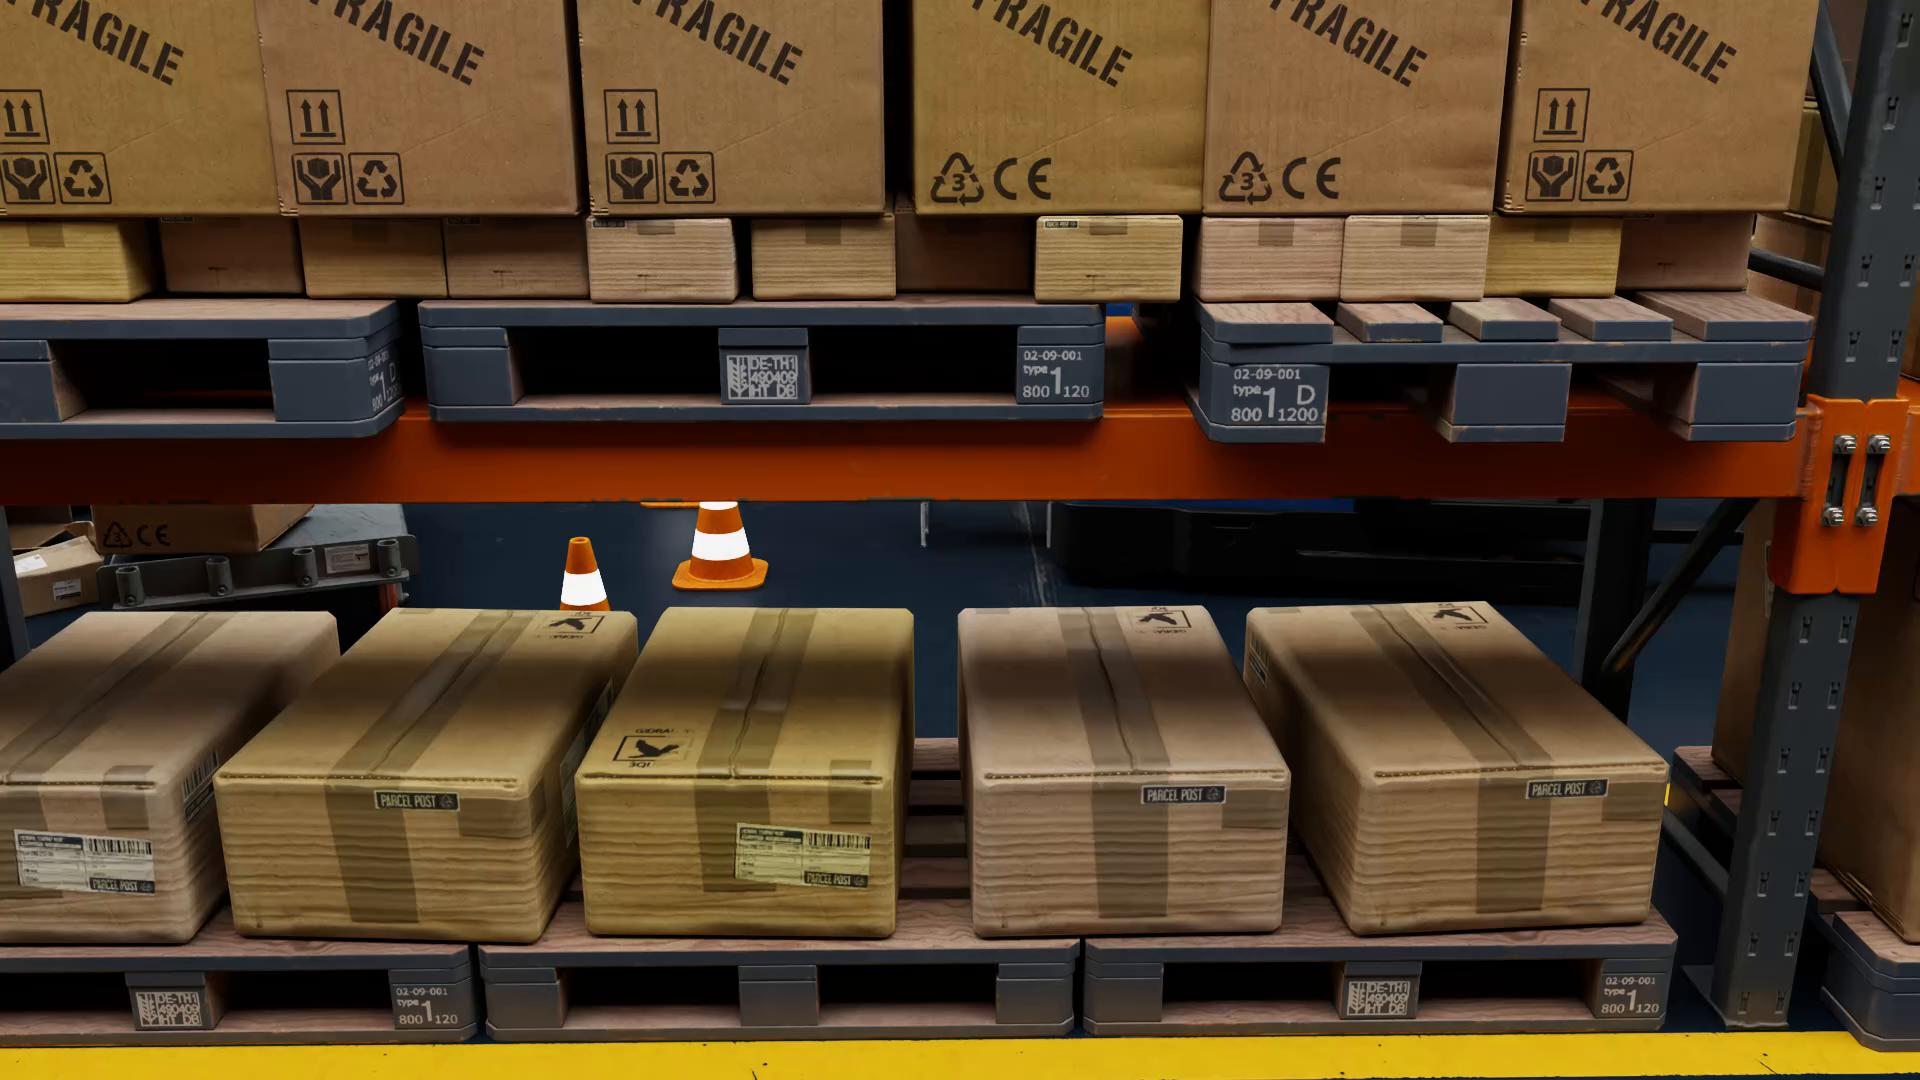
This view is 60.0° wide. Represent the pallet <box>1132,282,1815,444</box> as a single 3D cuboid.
[{"bbox_3d":[0.915,-0.447,3.343,1.003,0.211,1.213,0,18,-1],"label":"pallet"}]

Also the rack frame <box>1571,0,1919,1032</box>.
[{"bbox_3d":[1.626,-0.574,3.426,0.127,3.000,1.000,0,18,-1],"label":"rack frame"}]

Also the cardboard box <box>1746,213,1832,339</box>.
[{"bbox_3d":[2.127,-0.584,3.704,0.500,0.250,0.500,-1,18,-3],"label":"cardboard box"}]

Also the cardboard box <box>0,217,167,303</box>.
[{"bbox_3d":[-1.566,-0.540,3.043,0.250,0.149,0.380,0,18,0],"label":"cardboard box"}]

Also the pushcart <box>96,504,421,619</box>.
[{"bbox_3d":[-2.460,-0.002,5.937,0.936,0.377,1.648,-7,19,-20],"label":"pushcart"}]

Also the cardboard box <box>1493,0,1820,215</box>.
[{"bbox_3d":[1.176,-0.876,3.030,0.500,0.500,0.500,-1,18,-2],"label":"cardboard box"}]

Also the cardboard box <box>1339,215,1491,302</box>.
[{"bbox_3d":[0.784,-0.543,3.052,0.250,0.149,0.380,0,18,-1],"label":"cardboard box"}]

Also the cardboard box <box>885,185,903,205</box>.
[{"bbox_3d":[-0.057,-0.698,3.536,0.250,0.149,0.380,0,18,1],"label":"cardboard box"}]

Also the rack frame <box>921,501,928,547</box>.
[{"bbox_3d":[-0.139,-0.580,6.393,0.015,1.200,0.240,1,18,2],"label":"rack frame"}]

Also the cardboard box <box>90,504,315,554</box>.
[{"bbox_3d":[-2.432,-0.269,5.327,0.500,0.500,0.500,0,18,-1],"label":"cardboard box"}]

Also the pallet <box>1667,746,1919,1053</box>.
[{"bbox_3d":[2.415,0.773,3.792,1.213,0.211,1.003,0,18,-1],"label":"pallet"}]

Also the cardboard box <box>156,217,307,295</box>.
[{"bbox_3d":[-1.284,-0.564,3.120,0.250,0.149,0.380,1,18,3],"label":"cardboard box"}]

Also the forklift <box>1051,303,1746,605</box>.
[{"bbox_3d":[1.881,-1.340,5.926,3.031,2.935,1.130,2,18,5],"label":"forklift"}]

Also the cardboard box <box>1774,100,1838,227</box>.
[{"bbox_3d":[2.106,-0.821,3.622,0.500,0.250,0.500,0,18,-1],"label":"cardboard box"}]

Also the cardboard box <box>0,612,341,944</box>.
[{"bbox_3d":[-1.849,0.493,3.714,0.625,0.372,0.950,0,18,0],"label":"cardboard box"}]

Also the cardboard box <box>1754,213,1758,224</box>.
[{"bbox_3d":[4.171,-1.545,8.631,0.500,0.250,0.500,0,18,1],"label":"cardboard box"}]

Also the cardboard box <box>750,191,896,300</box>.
[{"bbox_3d":[-0.246,-0.549,3.073,0.250,0.149,0.380,-1,18,-3],"label":"cardboard box"}]

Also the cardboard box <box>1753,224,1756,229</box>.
[{"bbox_3d":[4.191,-1.392,8.154,0.500,0.250,0.500,1,18,2],"label":"cardboard box"}]

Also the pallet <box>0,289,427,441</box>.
[{"bbox_3d":[-1.607,-0.423,3.268,1.213,0.211,1.003,0,18,-1],"label":"pallet"}]

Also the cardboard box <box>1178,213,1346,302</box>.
[{"bbox_3d":[0.532,-0.544,3.056,0.250,0.149,0.380,-1,18,-3],"label":"cardboard box"}]

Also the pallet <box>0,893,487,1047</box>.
[{"bbox_3d":[-1.595,0.769,3.805,1.213,0.211,1.003,0,18,-1],"label":"pallet"}]

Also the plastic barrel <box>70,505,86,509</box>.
[{"bbox_3d":[-3.663,-0.365,6.993,0.421,0.421,0.512,14,22,37],"label":"plastic barrel"}]

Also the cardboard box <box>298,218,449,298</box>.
[{"bbox_3d":[-1.026,-0.553,3.084,0.250,0.149,0.380,0,18,0],"label":"cardboard box"}]

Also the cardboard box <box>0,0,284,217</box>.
[{"bbox_3d":[-1.400,-0.861,2.983,0.500,0.500,0.500,0,18,-1],"label":"cardboard box"}]

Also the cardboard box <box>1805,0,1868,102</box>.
[{"bbox_3d":[2.139,-1.180,3.515,0.500,0.500,0.500,-1,18,-2],"label":"cardboard box"}]

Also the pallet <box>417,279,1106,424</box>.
[{"bbox_3d":[-0.353,-0.461,3.387,1.213,0.211,1.003,0,18,-1],"label":"pallet"}]

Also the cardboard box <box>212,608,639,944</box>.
[{"bbox_3d":[-1.131,0.489,3.728,0.625,0.372,0.950,1,18,3],"label":"cardboard box"}]

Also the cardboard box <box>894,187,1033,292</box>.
[{"bbox_3d":[0.004,-0.576,3.155,0.250,0.149,0.380,0,18,0],"label":"cardboard box"}]

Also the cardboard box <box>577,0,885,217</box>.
[{"bbox_3d":[-0.392,-0.865,2.996,0.500,0.500,0.500,-1,18,-3],"label":"cardboard box"}]

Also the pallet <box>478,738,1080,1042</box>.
[{"bbox_3d":[-0.372,0.762,3.826,1.213,0.211,1.003,0,18,-1],"label":"pallet"}]

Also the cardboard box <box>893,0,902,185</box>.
[{"bbox_3d":[0.120,-1.022,3.486,0.500,0.500,0.500,0,18,0],"label":"cardboard box"}]

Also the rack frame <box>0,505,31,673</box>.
[{"bbox_3d":[-2.374,-0.555,3.366,0.127,3.000,1.000,0,18,-1],"label":"rack frame"}]

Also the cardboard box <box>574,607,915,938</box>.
[{"bbox_3d":[-0.435,0.485,3.740,0.625,0.372,0.950,0,18,1],"label":"cardboard box"}]

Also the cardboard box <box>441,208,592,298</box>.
[{"bbox_3d":[-0.779,-0.554,3.086,0.250,0.149,0.380,0,18,0],"label":"cardboard box"}]

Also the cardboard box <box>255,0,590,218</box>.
[{"bbox_3d":[-0.905,-0.859,2.978,0.500,0.500,0.500,0,18,-1],"label":"cardboard box"}]

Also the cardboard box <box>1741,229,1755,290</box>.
[{"bbox_3d":[3.663,-1.385,8.133,0.500,0.250,0.500,-1,18,-3],"label":"cardboard box"}]

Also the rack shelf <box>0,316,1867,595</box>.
[{"bbox_3d":[-0.374,-0.222,3.506,4.000,0.370,1.077,0,18,-1],"label":"rack shelf"}]

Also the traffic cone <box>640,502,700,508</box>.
[{"bbox_3d":[-1.188,-0.403,7.047,0.334,0.463,0.336,0,18,-1],"label":"traffic cone"}]

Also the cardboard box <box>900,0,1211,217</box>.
[{"bbox_3d":[0.154,-0.867,3.003,0.500,0.500,0.500,-1,18,-5],"label":"cardboard box"}]

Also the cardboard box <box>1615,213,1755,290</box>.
[{"bbox_3d":[1.302,-0.581,3.172,0.250,0.149,0.380,0,18,1],"label":"cardboard box"}]

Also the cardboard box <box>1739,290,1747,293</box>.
[{"bbox_3d":[3.684,-1.030,8.254,0.500,0.500,0.500,-1,18,-2],"label":"cardboard box"}]

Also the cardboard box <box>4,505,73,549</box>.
[{"bbox_3d":[-3.722,-0.200,6.125,0.503,0.637,0.797,0,18,-1],"label":"cardboard box"}]

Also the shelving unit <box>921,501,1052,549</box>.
[{"bbox_3d":[0.105,-0.578,6.384,0.503,1.200,0.258,1,18,2],"label":"shelving unit"}]

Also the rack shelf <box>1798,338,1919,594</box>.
[{"bbox_3d":[3.626,-0.241,3.566,4.000,0.370,1.077,0,18,-1],"label":"rack shelf"}]

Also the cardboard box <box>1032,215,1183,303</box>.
[{"bbox_3d":[0.257,-0.538,3.039,0.250,0.149,0.380,0,18,0],"label":"cardboard box"}]

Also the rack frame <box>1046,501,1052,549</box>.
[{"bbox_3d":[0.349,-0.575,6.376,0.015,1.200,0.240,1,18,2],"label":"rack frame"}]

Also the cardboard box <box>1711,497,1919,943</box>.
[{"bbox_3d":[2.318,0.260,3.618,0.875,0.875,0.875,0,18,-1],"label":"cardboard box"}]

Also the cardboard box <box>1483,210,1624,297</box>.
[{"bbox_3d":[1.035,-0.558,3.099,0.250,0.149,0.380,0,18,0],"label":"cardboard box"}]

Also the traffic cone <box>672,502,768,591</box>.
[{"bbox_3d":[-0.882,-0.087,6.062,0.334,0.463,0.336,0,18,-1],"label":"traffic cone"}]

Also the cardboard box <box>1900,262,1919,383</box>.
[{"bbox_3d":[2.119,-0.428,3.217,0.500,0.250,0.500,-1,18,-2],"label":"cardboard box"}]

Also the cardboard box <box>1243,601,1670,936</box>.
[{"bbox_3d":[1.061,0.477,3.765,0.625,0.372,0.950,-1,18,-5],"label":"cardboard box"}]

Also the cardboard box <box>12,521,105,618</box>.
[{"bbox_3d":[-3.222,0.096,5.815,0.396,0.266,0.258,-15,23,-39],"label":"cardboard box"}]

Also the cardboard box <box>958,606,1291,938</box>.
[{"bbox_3d":[0.323,0.483,3.746,0.625,0.372,0.950,-1,18,-2],"label":"cardboard box"}]

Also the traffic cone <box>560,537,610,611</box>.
[{"bbox_3d":[-1.156,0.220,5.105,0.334,0.463,0.336,0,18,-1],"label":"traffic cone"}]

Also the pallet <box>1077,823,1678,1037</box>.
[{"bbox_3d":[0.844,0.757,3.842,1.213,0.211,1.003,0,18,-1],"label":"pallet"}]

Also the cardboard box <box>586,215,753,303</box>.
[{"bbox_3d":[-0.512,-0.539,3.041,0.250,0.149,0.380,0,18,1],"label":"cardboard box"}]

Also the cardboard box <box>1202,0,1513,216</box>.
[{"bbox_3d":[0.659,-0.870,3.012,0.500,0.500,0.500,-1,18,-2],"label":"cardboard box"}]

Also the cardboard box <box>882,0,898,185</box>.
[{"bbox_3d":[-0.380,-1.022,3.486,0.500,0.500,0.500,-1,18,-3],"label":"cardboard box"}]
